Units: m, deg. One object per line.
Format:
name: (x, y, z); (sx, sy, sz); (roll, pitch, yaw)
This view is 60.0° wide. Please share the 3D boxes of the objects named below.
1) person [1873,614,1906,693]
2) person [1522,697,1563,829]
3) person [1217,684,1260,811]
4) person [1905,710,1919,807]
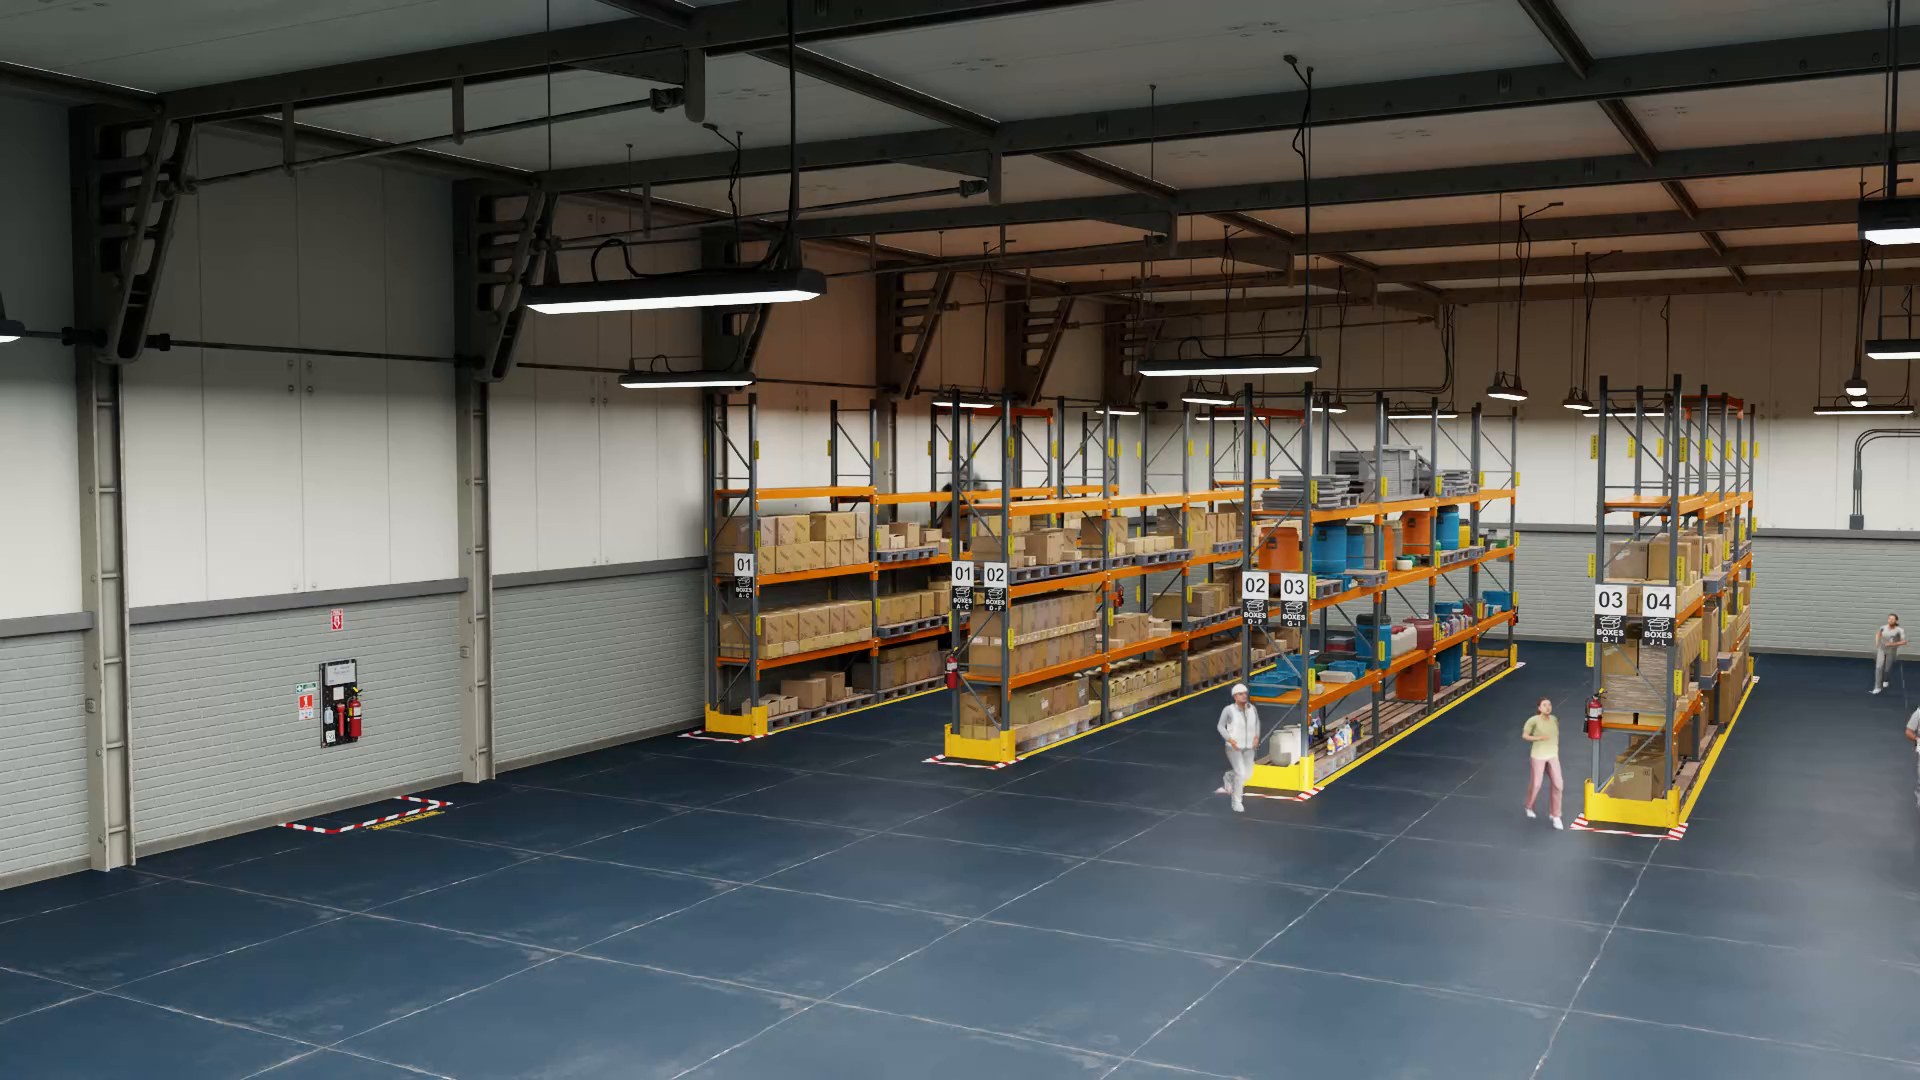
person: (19.245, 2.355, 34.396); (0.831, 1.645, 0.605); (-3, 4, -42)
person: (7.802, 2.959, 22.283); (0.577, 1.733, 0.734); (0, 3, -4)
person: (3.895, 2.883, 23.337); (0.677, 1.765, 0.662); (-1, 3, -20)
person: (13.116, 2.888, 22.381); (0.692, 1.762, 0.911); (1, 3, 19)
